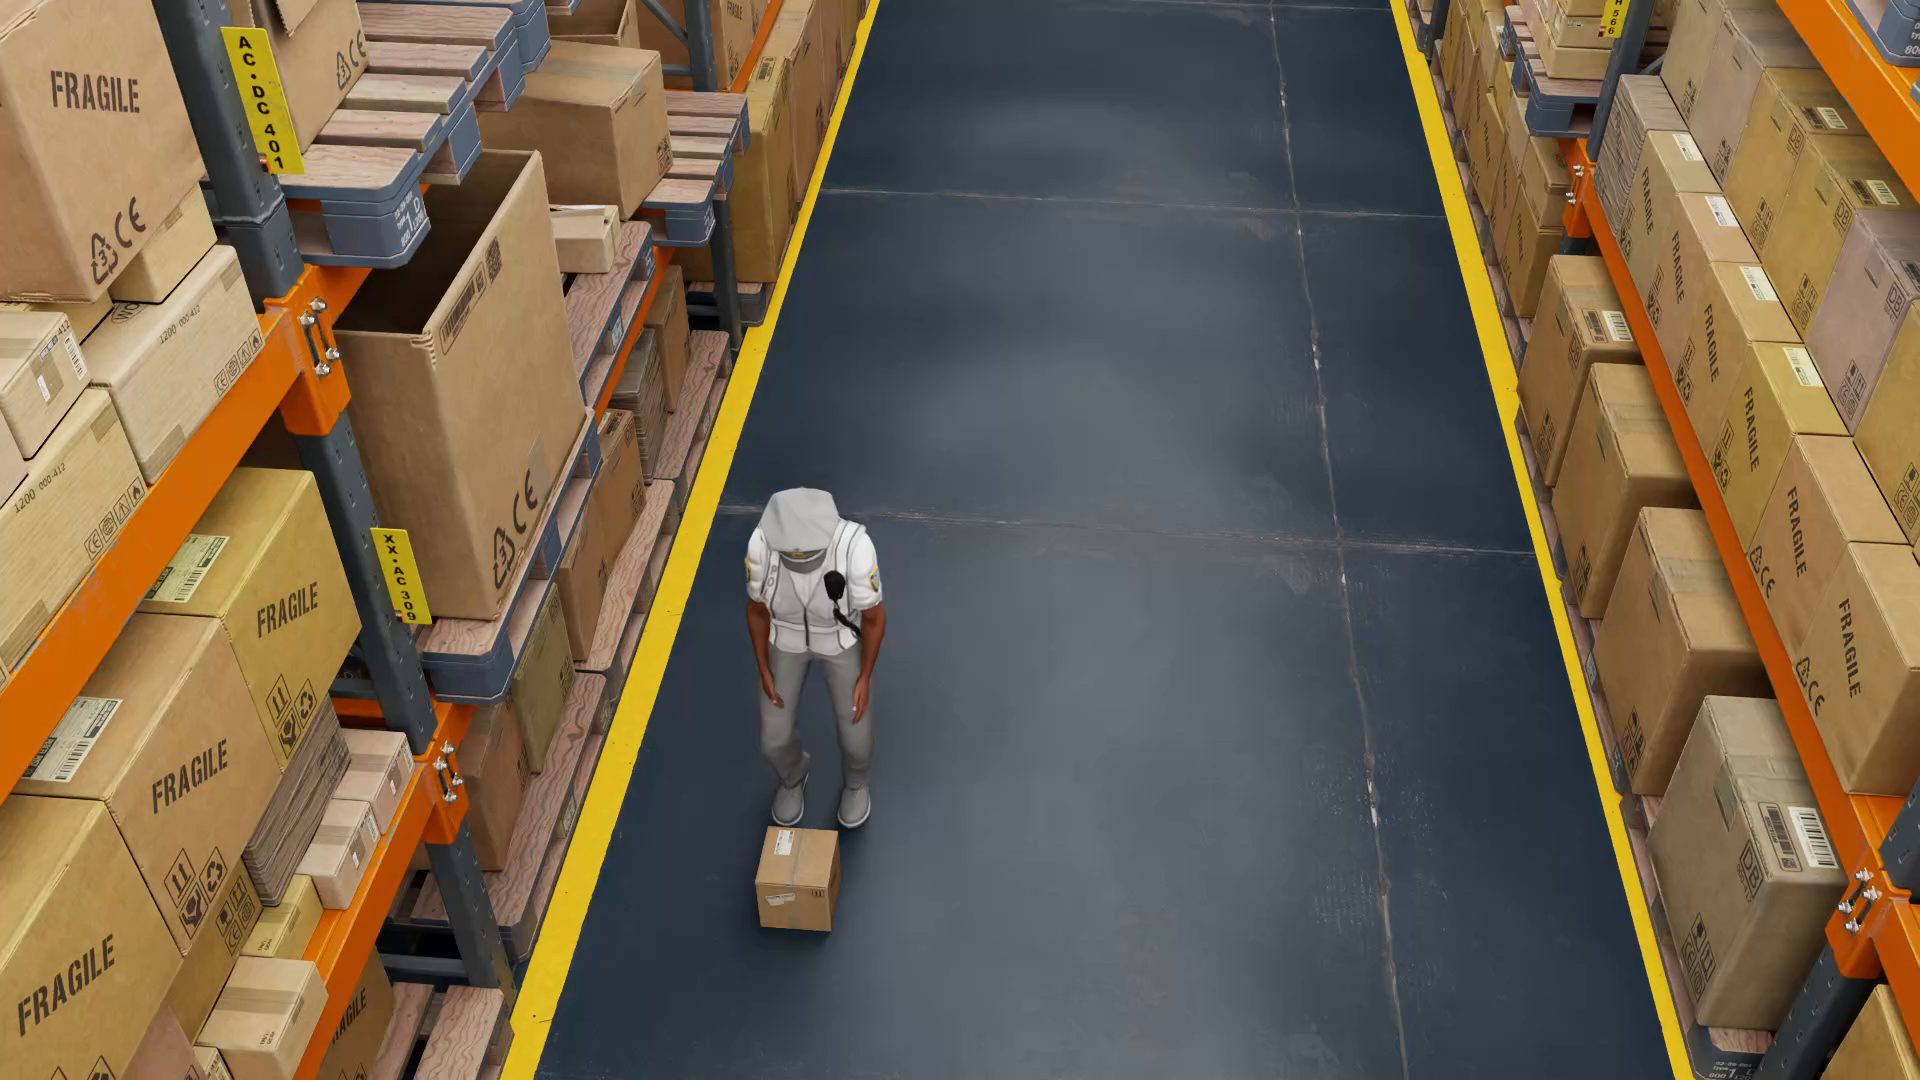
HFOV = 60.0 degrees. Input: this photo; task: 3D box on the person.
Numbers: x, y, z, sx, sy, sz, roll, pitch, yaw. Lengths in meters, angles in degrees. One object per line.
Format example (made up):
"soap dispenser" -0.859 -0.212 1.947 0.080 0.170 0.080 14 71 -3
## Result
"person" -0.491 0.482 5.734 0.490 1.487 0.506 4 40 4
